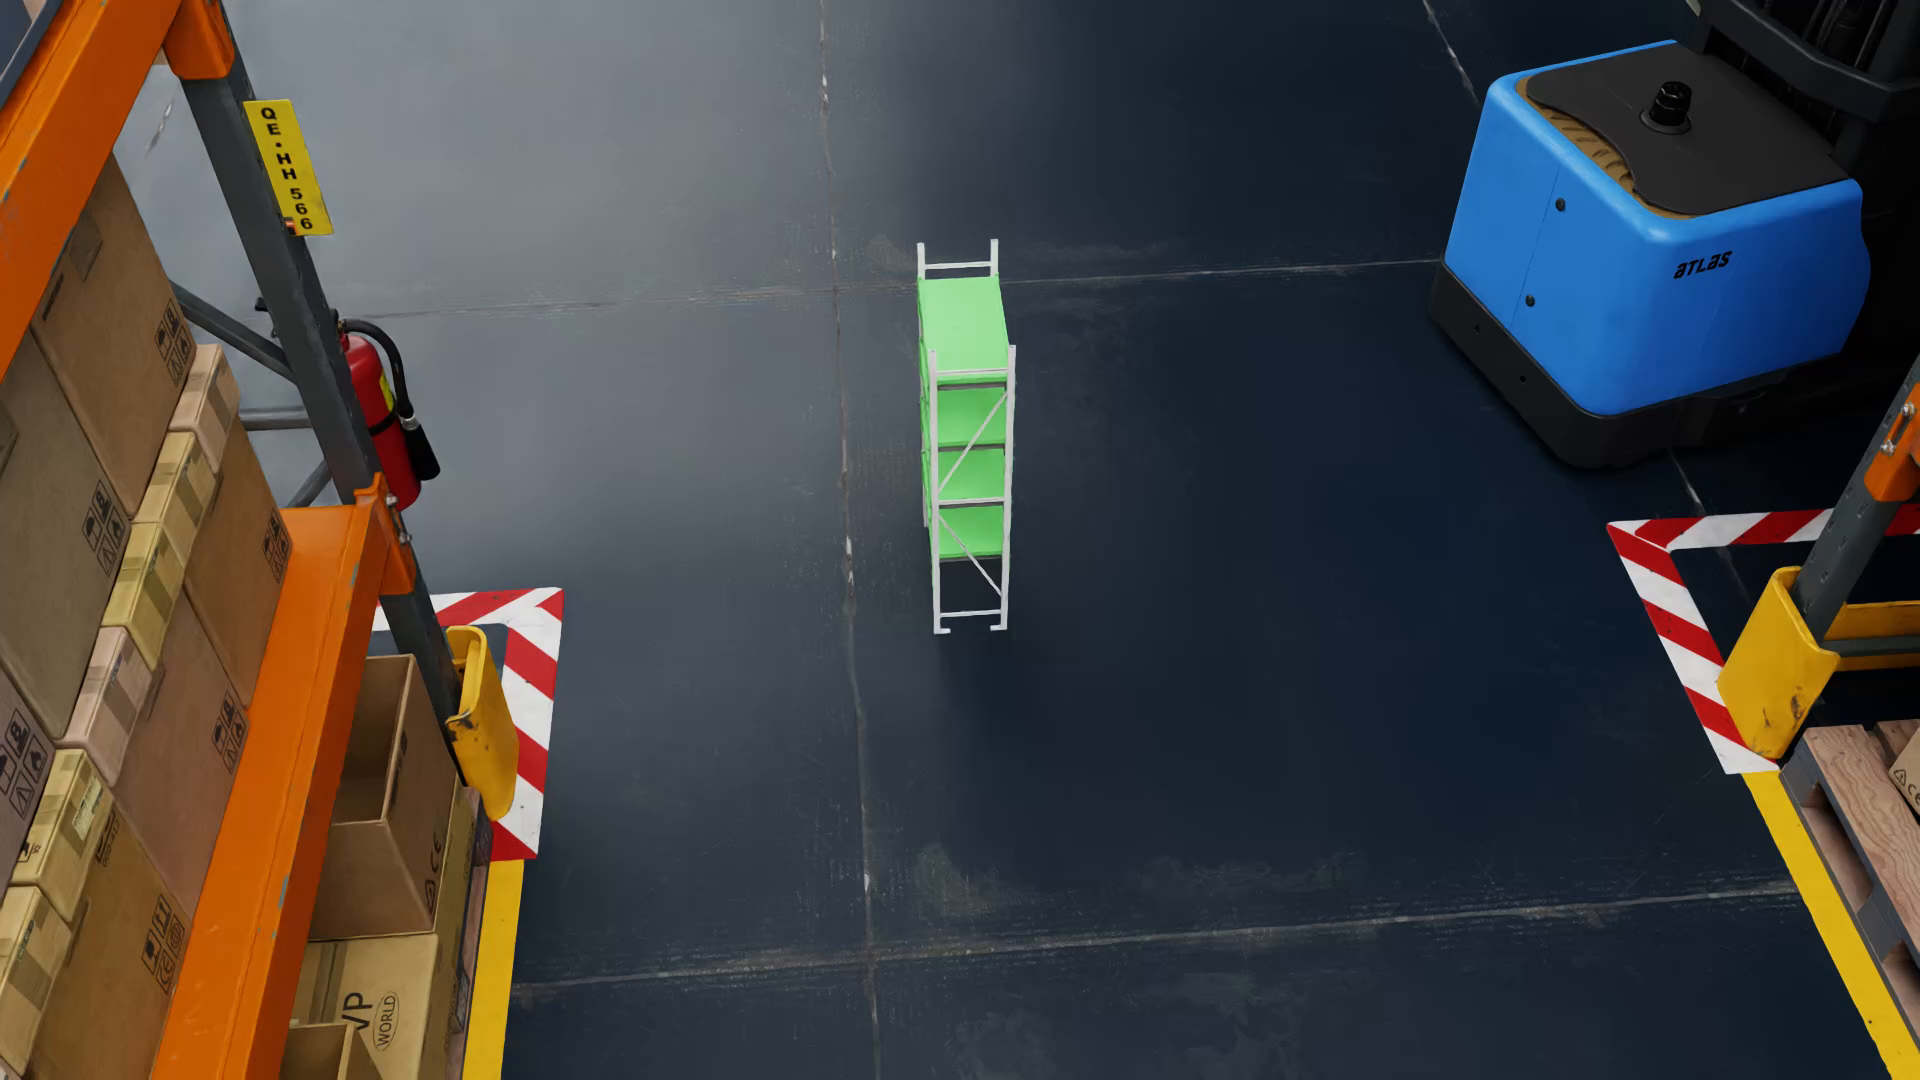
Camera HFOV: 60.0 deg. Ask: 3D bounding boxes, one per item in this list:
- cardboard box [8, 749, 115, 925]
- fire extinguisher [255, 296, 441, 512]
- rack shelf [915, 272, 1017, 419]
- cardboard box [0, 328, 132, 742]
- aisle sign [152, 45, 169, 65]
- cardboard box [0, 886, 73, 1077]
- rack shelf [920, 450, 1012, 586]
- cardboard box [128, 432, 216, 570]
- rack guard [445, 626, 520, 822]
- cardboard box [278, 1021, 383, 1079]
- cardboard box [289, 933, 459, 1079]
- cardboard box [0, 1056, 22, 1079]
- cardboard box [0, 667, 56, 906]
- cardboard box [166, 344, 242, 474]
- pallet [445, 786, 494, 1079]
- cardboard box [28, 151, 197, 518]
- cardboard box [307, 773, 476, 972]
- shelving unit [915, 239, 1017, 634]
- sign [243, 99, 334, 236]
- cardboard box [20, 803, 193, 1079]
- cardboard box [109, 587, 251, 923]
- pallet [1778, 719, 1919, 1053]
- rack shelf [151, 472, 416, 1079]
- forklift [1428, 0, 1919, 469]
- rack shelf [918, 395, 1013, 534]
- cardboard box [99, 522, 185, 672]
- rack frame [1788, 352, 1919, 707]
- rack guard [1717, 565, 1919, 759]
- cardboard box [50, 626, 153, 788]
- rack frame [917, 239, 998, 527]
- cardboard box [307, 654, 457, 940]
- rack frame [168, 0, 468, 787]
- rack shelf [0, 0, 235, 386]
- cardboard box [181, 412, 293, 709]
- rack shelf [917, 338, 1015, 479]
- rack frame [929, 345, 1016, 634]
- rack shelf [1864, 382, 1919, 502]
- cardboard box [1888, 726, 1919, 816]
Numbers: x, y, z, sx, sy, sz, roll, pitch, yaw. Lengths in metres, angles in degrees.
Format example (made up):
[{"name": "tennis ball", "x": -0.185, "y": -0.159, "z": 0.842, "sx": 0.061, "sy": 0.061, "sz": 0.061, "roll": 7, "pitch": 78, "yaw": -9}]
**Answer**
[{"name": "cardboard box", "x": -1.627, "y": 0.489, "z": 2.706, "sx": 0.380, "sy": 0.149, "sz": 0.250, "roll": -2, "pitch": 47, "yaw": -2}, {"name": "fire extinguisher", "x": -1.482, "y": -0.352, "z": 4.071, "sx": 0.296, "sy": 0.674, "sz": 0.183, "roll": -3, "pitch": 47, "yaw": -3}, {"name": "rack shelf", "x": 0.014, "y": -0.579, "z": 4.899, "sx": 0.258, "sy": 0.148, "sz": 0.480, "roll": -3, "pitch": 47, "yaw": -3}, {"name": "cardboard box", "x": -1.855, "y": 0.011, "z": 2.711, "sx": 0.700, "sy": 0.500, "sz": 0.500, "roll": -5, "pitch": 47, "yaw": -4}, {"name": "aisle sign", "x": -1.648, "y": -1.225, "z": 3.053, "sx": 0.394, "sy": 0.787, "sz": 0.004, "roll": -3, "pitch": 47, "yaw": -3}, {"name": "cardboard box", "x": -1.603, "y": 0.679, "z": 2.525, "sx": 0.380, "sy": 0.149, "sz": 0.250, "roll": -2, "pitch": 47, "yaw": -2}, {"name": "rack shelf", "x": 0.014, "y": -0.084, "z": 5.422, "sx": 0.258, "sy": 0.148, "sz": 0.480, "roll": -3, "pitch": 47, "yaw": -3}, {"name": "cardboard box", "x": -1.690, "y": -0.069, "z": 3.233, "sx": 0.380, "sy": 0.149, "sz": 0.250, "roll": -2, "pitch": 47, "yaw": -2}, {"name": "rack guard", "x": -1.937, "y": 0.577, "z": 4.859, "sx": 1.175, "sy": 0.500, "sz": 0.348, "roll": -3, "pitch": 47, "yaw": -3}, {"name": "cardboard box", "x": -1.495, "y": 1.371, "z": 3.474, "sx": 0.500, "sy": 0.500, "sz": 0.500, "roll": -3, "pitch": 47, "yaw": -3}, {"name": "cardboard box", "x": -1.542, "y": 1.267, "z": 4.089, "sx": 0.500, "sy": 0.250, "sz": 0.500, "roll": -3, "pitch": 47, "yaw": -3}, {"name": "cardboard box", "x": -1.581, "y": 0.864, "z": 2.350, "sx": 0.380, "sy": 0.149, "sz": 0.250, "roll": -4, "pitch": 47, "yaw": -4}, {"name": "cardboard box", "x": -1.812, "y": 0.376, "z": 2.366, "sx": 0.700, "sy": 0.500, "sz": 0.500, "roll": -3, "pitch": 47, "yaw": -3}, {"name": "cardboard box", "x": -1.713, "y": -0.258, "z": 3.413, "sx": 0.380, "sy": 0.149, "sz": 0.250, "roll": -4, "pitch": 47, "yaw": -4}, {"name": "pallet", "x": -1.829, "y": 1.244, "z": 4.426, "sx": 1.003, "sy": 0.211, "sz": 1.213, "roll": -3, "pitch": 47, "yaw": -3}, {"name": "cardboard box", "x": -1.904, "y": -0.369, "z": 3.071, "sx": 0.700, "sy": 0.500, "sz": 0.500, "roll": -3, "pitch": 47, "yaw": -3}, {"name": "cardboard box", "x": -1.596, "y": 0.906, "z": 4.431, "sx": 0.500, "sy": 0.250, "sz": 0.500, "roll": -3, "pitch": 47, "yaw": -3}, {"name": "shelving unit", "x": 0.014, "y": -0.293, "z": 5.201, "sx": 0.258, "sy": 1.200, "sz": 0.503, "roll": -3, "pitch": 47, "yaw": -3}, {"name": "sign", "x": -1.393, "y": -0.768, "z": 3.451, "sx": 0.100, "sy": 0.325, "sz": 0.005, "roll": -3, "pitch": 47, "yaw": -3}, {"name": "cardboard box", "x": -1.824, "y": 0.778, "z": 2.878, "sx": 0.700, "sy": 0.500, "sz": 0.500, "roll": -3, "pitch": 47, "yaw": -3}, {"name": "cardboard box", "x": -1.860, "y": 0.419, "z": 3.219, "sx": 0.700, "sy": 0.500, "sz": 0.500, "roll": -2, "pitch": 47, "yaw": -2}, {"name": "pallet", "x": 3.040, "y": 1.035, "z": 4.625, "sx": 1.003, "sy": 0.211, "sz": 1.213, "roll": -3, "pitch": 47, "yaw": -3}, {"name": "rack shelf", "x": -1.768, "y": 1.429, "z": 2.826, "sx": 1.077, "sy": 0.370, "sz": 4.000, "roll": -3, "pitch": 47, "yaw": -3}, {"name": "forklift", "x": 3.401, "y": -1.930, "z": 5.559, "sx": 3.031, "sy": 2.935, "sz": 1.130, "roll": -15, "pitch": 48, "yaw": -14}, {"name": "rack shelf", "x": 0.014, "y": -0.249, "z": 5.247, "sx": 0.258, "sy": 0.148, "sz": 0.480, "roll": -3, "pitch": 47, "yaw": -3}, {"name": "cardboard box", "x": -1.668, "y": 0.116, "z": 3.058, "sx": 0.380, "sy": 0.149, "sz": 0.250, "roll": -4, "pitch": 47, "yaw": -4}, {"name": "rack frame", "x": 3.001, "y": -0.569, "z": 4.223, "sx": 1.000, "sy": 3.000, "sz": 0.127, "roll": -3, "pitch": 47, "yaw": -3}, {"name": "rack guard", "x": 3.007, "y": 0.345, "z": 5.078, "sx": 1.175, "sy": 0.500, "sz": 0.348, "roll": -3, "pitch": 47, "yaw": -3}, {"name": "cardboard box", "x": -1.650, "y": 0.299, "z": 2.886, "sx": 0.380, "sy": 0.149, "sz": 0.250, "roll": -3, "pitch": 47, "yaw": -3}, {"name": "rack frame", "x": -0.007, "y": -0.469, "z": 5.368, "sx": 0.240, "sy": 1.200, "sz": 0.015, "roll": -3, "pitch": 47, "yaw": -3}, {"name": "cardboard box", "x": -1.594, "y": 0.648, "z": 4.158, "sx": 0.500, "sy": 0.500, "sz": 0.500, "roll": -3, "pitch": 47, "yaw": -3}, {"name": "rack frame", "x": -1.935, "y": -0.265, "z": 3.935, "sx": 1.000, "sy": 3.000, "sz": 0.127, "roll": -3, "pitch": 47, "yaw": -3}, {"name": "rack shelf", "x": -1.768, "y": 0.398, "z": 1.737, "sx": 1.077, "sy": 0.370, "sz": 4.000, "roll": -3, "pitch": 47, "yaw": -3}, {"name": "cardboard box", "x": -1.909, "y": 0.039, "z": 3.578, "sx": 0.700, "sy": 0.500, "sz": 0.500, "roll": -3, "pitch": 47, "yaw": -3}, {"name": "rack shelf", "x": 0.014, "y": -0.414, "z": 5.073, "sx": 0.258, "sy": 0.148, "sz": 0.480, "roll": -3, "pitch": 47, "yaw": -3}, {"name": "rack frame", "x": 0.034, "y": -0.116, "z": 5.034, "sx": 0.240, "sy": 1.200, "sz": 0.015, "roll": -3, "pitch": 47, "yaw": -3}, {"name": "rack shelf", "x": 3.168, "y": 1.125, "z": 3.114, "sx": 1.077, "sy": 0.370, "sz": 4.000, "roll": -3, "pitch": 47, "yaw": -3}, {"name": "cardboard box", "x": 2.969, "y": 0.710, "z": 4.560, "sx": 0.500, "sy": 0.311, "sz": 0.500, "roll": -8, "pitch": 47, "yaw": -8}]
